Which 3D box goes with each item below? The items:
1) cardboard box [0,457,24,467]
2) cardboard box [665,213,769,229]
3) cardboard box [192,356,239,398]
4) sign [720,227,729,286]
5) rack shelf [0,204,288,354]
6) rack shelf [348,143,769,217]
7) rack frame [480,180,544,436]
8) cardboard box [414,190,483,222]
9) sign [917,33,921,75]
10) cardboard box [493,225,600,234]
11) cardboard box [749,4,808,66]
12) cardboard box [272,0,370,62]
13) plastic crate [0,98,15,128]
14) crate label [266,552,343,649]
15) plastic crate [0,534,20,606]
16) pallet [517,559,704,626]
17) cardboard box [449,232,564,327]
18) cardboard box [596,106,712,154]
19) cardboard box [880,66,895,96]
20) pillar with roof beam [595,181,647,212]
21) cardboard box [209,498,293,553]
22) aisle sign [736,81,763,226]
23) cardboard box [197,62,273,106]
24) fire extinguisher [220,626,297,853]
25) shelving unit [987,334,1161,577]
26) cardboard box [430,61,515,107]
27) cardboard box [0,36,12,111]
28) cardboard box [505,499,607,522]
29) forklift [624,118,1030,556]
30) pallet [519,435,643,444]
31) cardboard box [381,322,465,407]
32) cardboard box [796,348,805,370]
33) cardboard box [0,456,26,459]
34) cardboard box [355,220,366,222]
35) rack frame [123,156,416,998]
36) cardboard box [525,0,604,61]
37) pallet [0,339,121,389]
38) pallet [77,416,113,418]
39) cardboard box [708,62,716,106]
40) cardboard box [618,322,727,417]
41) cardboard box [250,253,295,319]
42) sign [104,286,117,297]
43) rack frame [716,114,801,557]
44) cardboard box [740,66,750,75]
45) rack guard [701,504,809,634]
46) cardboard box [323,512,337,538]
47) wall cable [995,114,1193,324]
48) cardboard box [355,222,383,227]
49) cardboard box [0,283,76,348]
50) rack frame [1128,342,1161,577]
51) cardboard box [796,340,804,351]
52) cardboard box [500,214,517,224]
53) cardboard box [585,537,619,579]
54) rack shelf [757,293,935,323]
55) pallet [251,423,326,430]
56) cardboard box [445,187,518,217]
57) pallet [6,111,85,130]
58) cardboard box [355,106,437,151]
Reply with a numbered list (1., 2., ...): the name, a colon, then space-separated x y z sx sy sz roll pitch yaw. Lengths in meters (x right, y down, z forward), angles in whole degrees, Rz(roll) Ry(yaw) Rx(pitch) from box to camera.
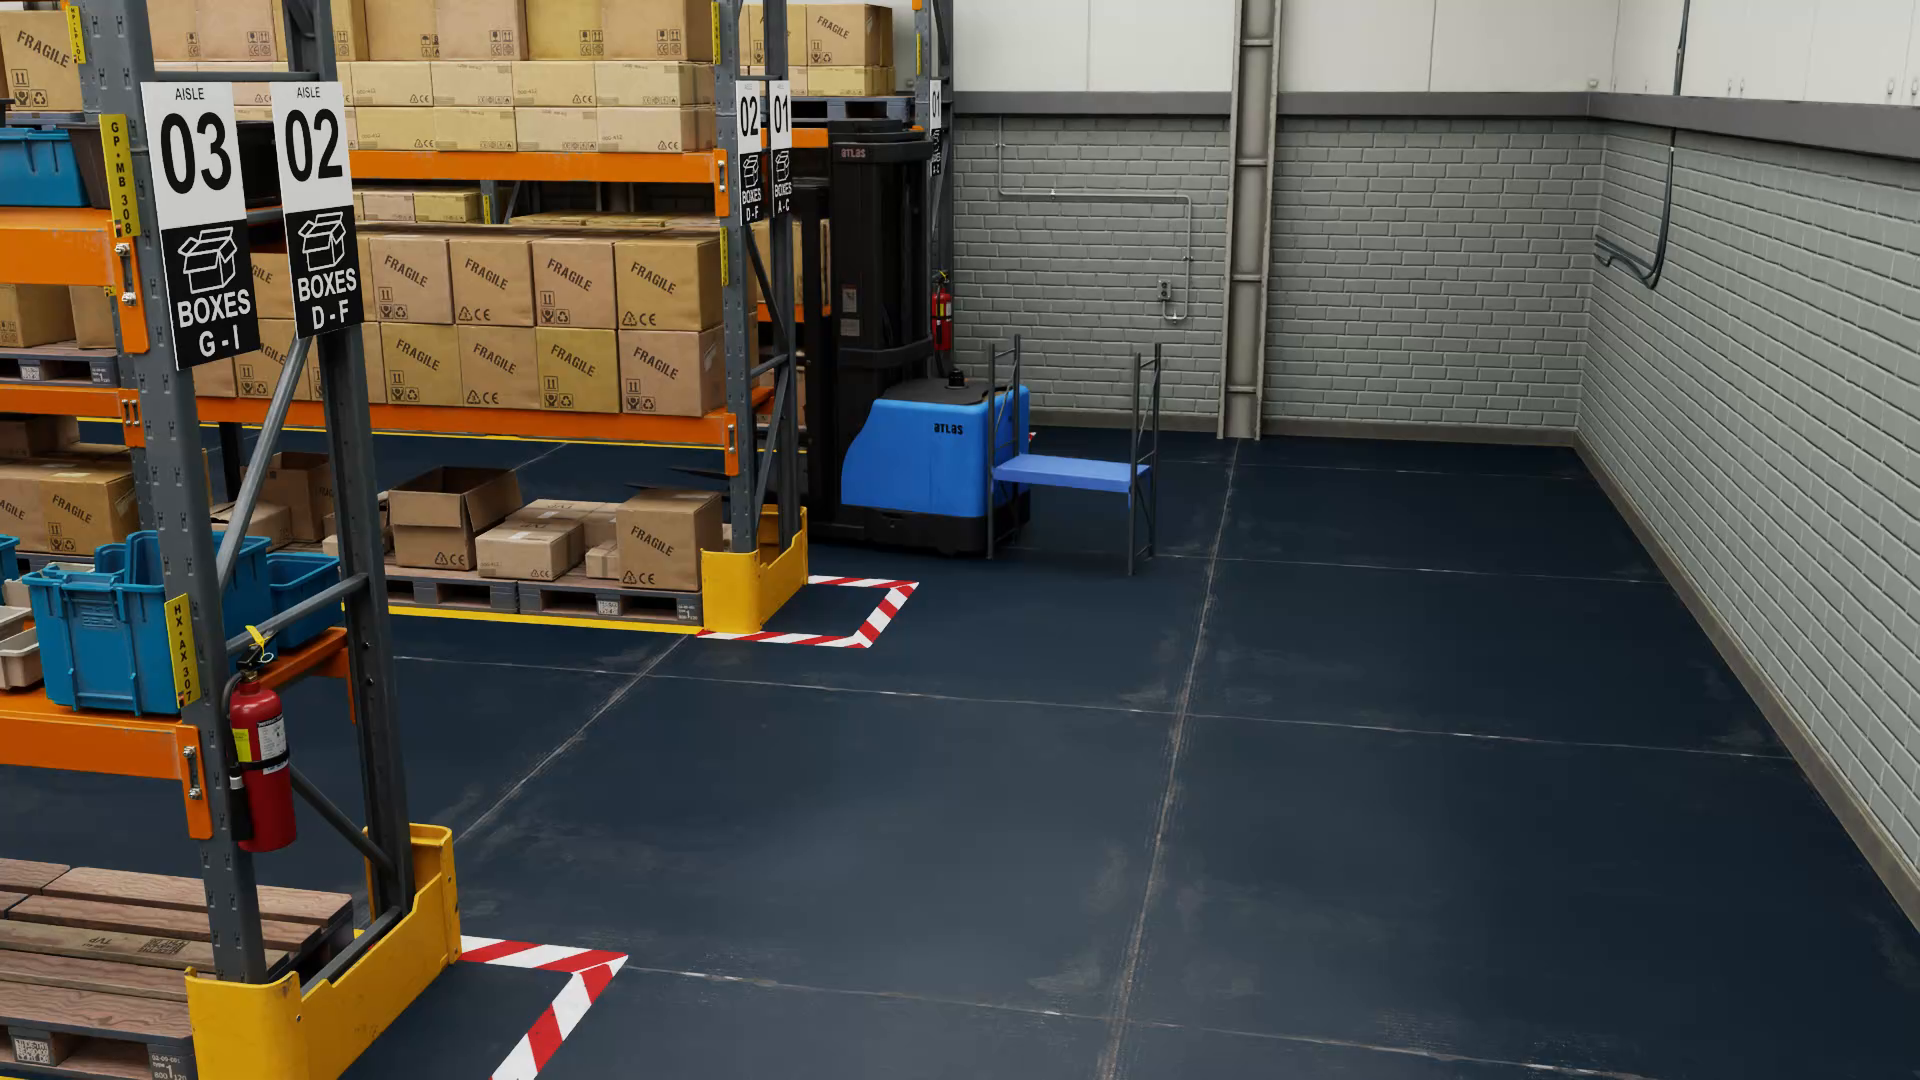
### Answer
1. cardboard box: -6.634 -0.262 11.176 0.500 0.500 0.500 3 16 12
2. cardboard box: -2.179 -2.579 15.121 0.700 0.700 0.980 2 16 8
3. cardboard box: -4.674 -1.198 10.509 0.500 0.500 0.500 4 16 13
4. sign: -1.330 -1.601 9.393 0.005 0.325 0.100 3 16 11
5. rack shelf: -4.150 -0.945 5.512 4.000 0.370 1.077 3 16 11
6. rack shelf: -3.160 -2.240 10.189 4.000 0.370 1.077 3 16 11
7. rack frame: -4.136 -2.544 15.557 0.127 3.000 1.000 3 16 11
8. cardboard box: -4.645 -3.064 15.249 0.500 0.250 0.500 4 16 12
9. sign: -0.338 -4.024 13.771 0.005 0.325 0.100 3 16 11
10. cardboard box: -2.585 -1.711 10.491 0.500 0.500 0.500 3 16 12
11. cardboard box: -1.476 -4.313 14.228 0.500 0.500 0.500 4 16 13
12. cardboard box: -3.683 -3.119 9.953 0.500 0.500 0.700 3 16 11
13. plastic crate: -3.633 -1.308 5.593 0.767 0.338 0.504 3 16 11
14. crate label: -2.367 0.213 5.805 0.303 0.233 0.416 3 16 11
15. plastic crate: -3.657 0.143 6.058 0.300 0.233 0.416 3 16 11
16. pallet: -2.056 0.263 10.649 1.213 0.211 1.003 3 16 11
17. cardboard box: -2.695 -1.570 9.980 0.500 0.500 0.500 4 16 13
18. cardboard box: -1.756 -2.367 9.579 0.500 0.250 0.500 3 16 11
19. cardboard box: -0.883 -4.058 14.711 0.500 0.250 0.500 4 16 14
20. pillar with roof beam: -4.136 -4.498 11.373 0.400 9.000 9.100 3 16 11
21. cardboard box: -4.751 -0.085 10.893 0.500 0.311 0.500 3 16 11
22. aisle sign: -1.194 -2.204 9.460 0.004 0.787 0.394 3 16 11
23. cardboard box: -4.202 -2.745 10.008 0.500 0.250 0.500 3 16 11
24. fire extinguisher: -2.133 0.604 5.034 0.183 0.674 0.296 3 16 11
25. shelving unit: 0.770 -0.595 11.329 1.048 1.500 0.538 7 17 23
26. cardboard box: -2.733 -2.664 9.716 0.500 0.250 0.500 3 16 11
27. cardboard box: -6.258 -3.068 10.668 0.600 0.600 0.600 3 16 10
28. cardboard box: -2.656 -0.078 10.982 0.500 0.250 0.500 3 16 11
29. forklift: -1.048 -1.542 12.070 3.031 2.935 1.130 7 17 23
30. pallet: -3.407 -1.139 15.709 1.213 0.211 1.003 3 16 11
31. cardboard box: -3.184 -1.117 10.219 0.500 0.500 0.500 3 16 10
32. cardboard box: -1.335 -1.625 14.920 0.250 0.149 0.380 4 16 13
33. cardboard box: -6.558 -0.399 11.671 0.500 0.500 0.500 3 16 12
34. cardboard box: -5.631 -2.757 15.545 0.500 0.500 0.500 3 16 11
35. rack frame: -2.191 0.261 5.432 0.127 3.000 1.000 3 16 11
36. cardboard box: -2.180 -3.082 9.822 0.500 0.500 0.700 3 16 11
37. pallet: -5.881 -1.226 11.160 1.213 0.211 1.003 3 16 11
38. pallet: -8.821 -1.455 16.849 1.213 0.211 1.003 3 16 11
39. cardboard box: -1.651 -2.745 10.007 0.500 0.250 0.500 3 16 11
40. cardboard box: -1.693 -1.036 9.925 0.500 0.500 0.500 4 16 13
41. cardboard box: -4.208 -1.652 10.276 0.500 0.500 0.500 3 16 9
42. sign: -5.227 -1.660 10.198 0.005 0.325 0.100 3 16 11
43. rack frame: -1.200 -1.035 10.110 0.127 3.000 1.000 3 16 11
44. cardboard box: -2.008 -3.978 14.423 0.500 0.250 0.500 3 16 9
45. rack guard: -1.274 0.166 10.458 0.348 0.500 1.175 3 16 11
46. cardboard box: -4.125 -0.126 11.343 0.250 0.149 0.380 3 16 11
47. wall cable: 1.227 -3.000 15.300 1.851 1.984 0.084 3 16 11
48. cardboard box: -4.070 -1.792 10.783 0.500 0.500 0.500 3 16 10
49. cardboard box: -6.226 -1.602 11.183 0.500 0.500 0.700 6 16 20
50. rack frame: 1.236 -0.540 11.133 0.032 1.500 0.500 7 17 23
51. cardboard box: -1.502 -1.738 15.329 0.250 0.149 0.380 3 16 12
52. cardboard box: -4.537 -2.835 15.827 0.500 0.500 0.500 3 16 9
53. cardboard box: -2.161 0.109 10.464 0.250 0.166 0.380 3 16 11
54. rack shelf: -2.176 -2.091 15.269 4.000 0.370 1.077 3 16 11
55. pallet: -6.106 -1.286 16.238 1.213 0.211 1.003 3 16 11
56. cardboard box: -4.535 -3.199 15.735 0.500 0.250 0.500 4 16 13
57. pallet: -5.745 -2.656 10.694 1.003 0.211 1.213 3 16 11
58. cardboard box: -3.223 -2.450 9.880 0.500 0.250 0.500 3 16 11
